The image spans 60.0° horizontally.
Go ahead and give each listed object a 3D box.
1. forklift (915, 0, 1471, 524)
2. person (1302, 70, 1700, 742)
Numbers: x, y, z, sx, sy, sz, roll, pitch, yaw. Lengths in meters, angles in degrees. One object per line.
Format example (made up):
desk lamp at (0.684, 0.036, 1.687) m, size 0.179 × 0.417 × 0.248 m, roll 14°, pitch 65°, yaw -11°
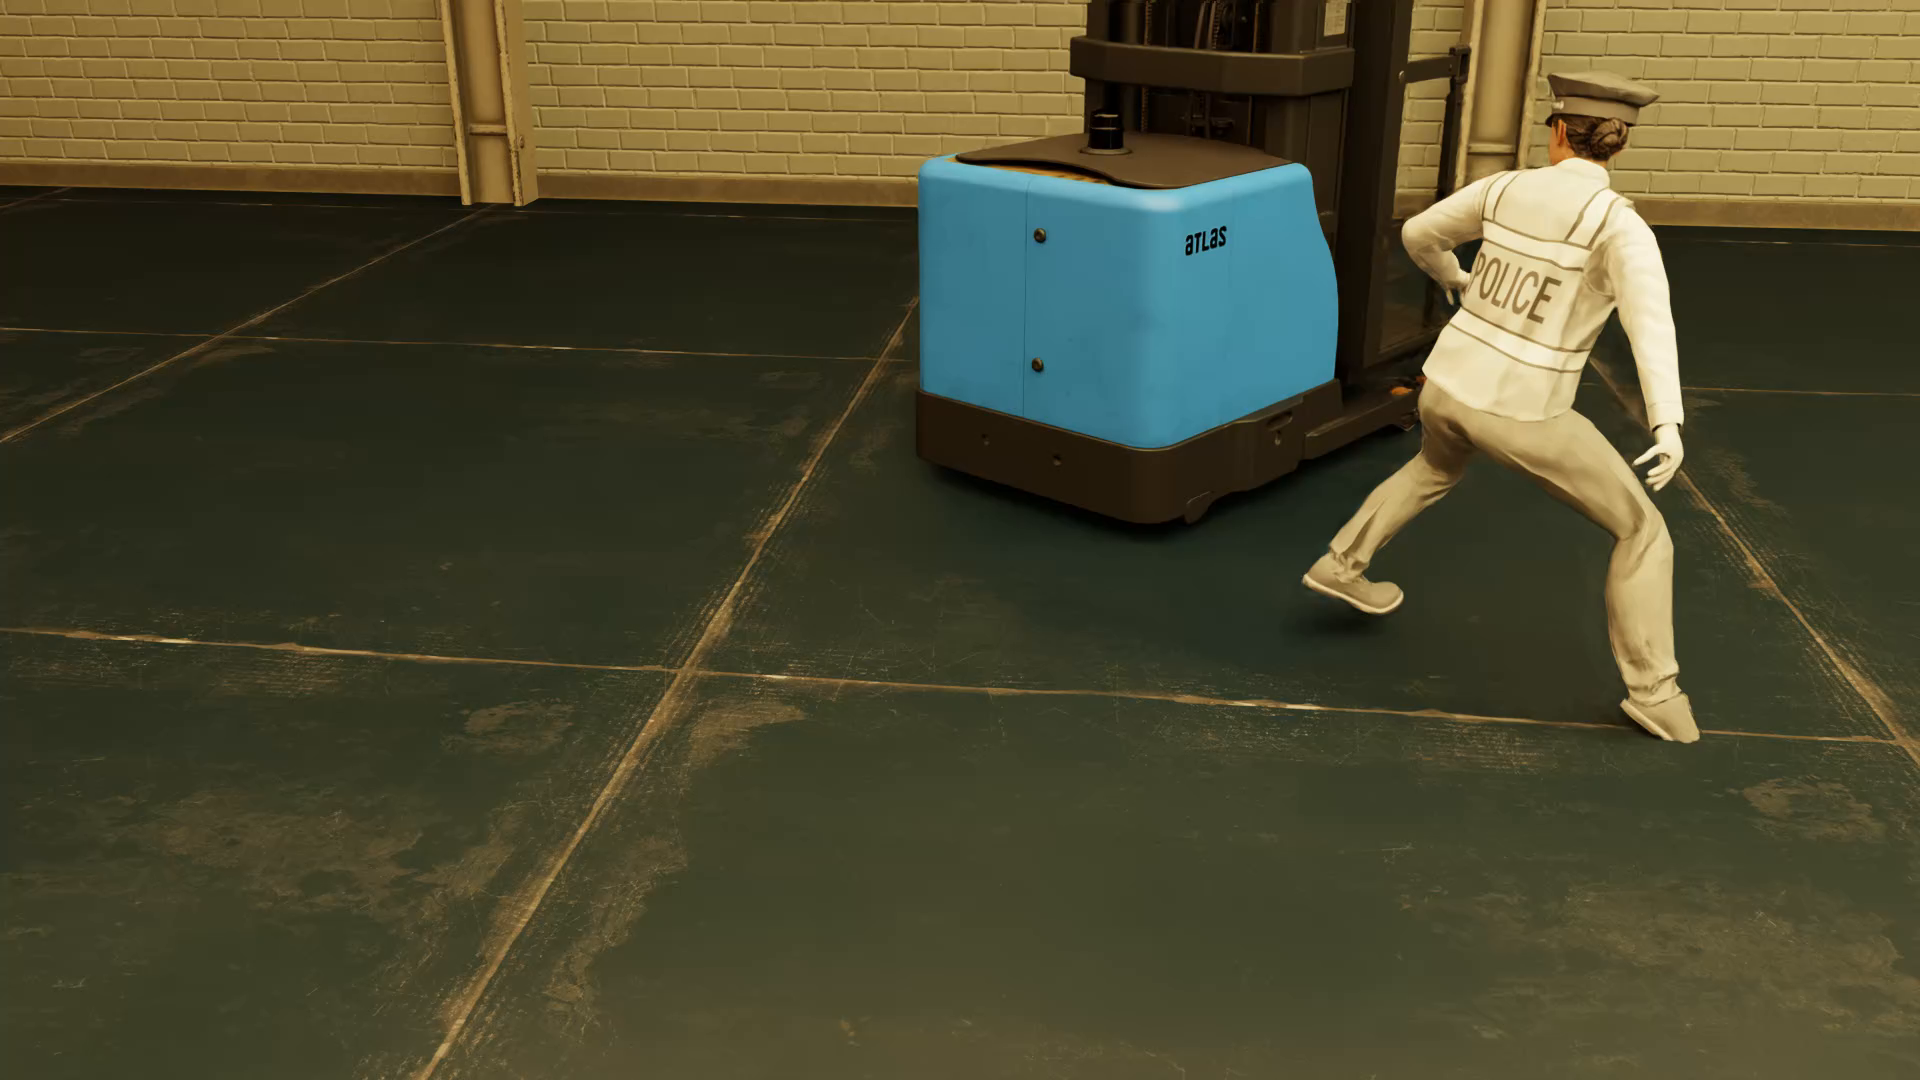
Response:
forklift at (1.210, -1.876, 5.911) m, size 1.130 × 2.935 × 3.031 m, roll 19°, pitch 28°, yaw 38°
person at (1.400, -0.298, 4.024) m, size 0.521 × 1.606 × 1.057 m, roll -12°, pitch 25°, yaw -26°
